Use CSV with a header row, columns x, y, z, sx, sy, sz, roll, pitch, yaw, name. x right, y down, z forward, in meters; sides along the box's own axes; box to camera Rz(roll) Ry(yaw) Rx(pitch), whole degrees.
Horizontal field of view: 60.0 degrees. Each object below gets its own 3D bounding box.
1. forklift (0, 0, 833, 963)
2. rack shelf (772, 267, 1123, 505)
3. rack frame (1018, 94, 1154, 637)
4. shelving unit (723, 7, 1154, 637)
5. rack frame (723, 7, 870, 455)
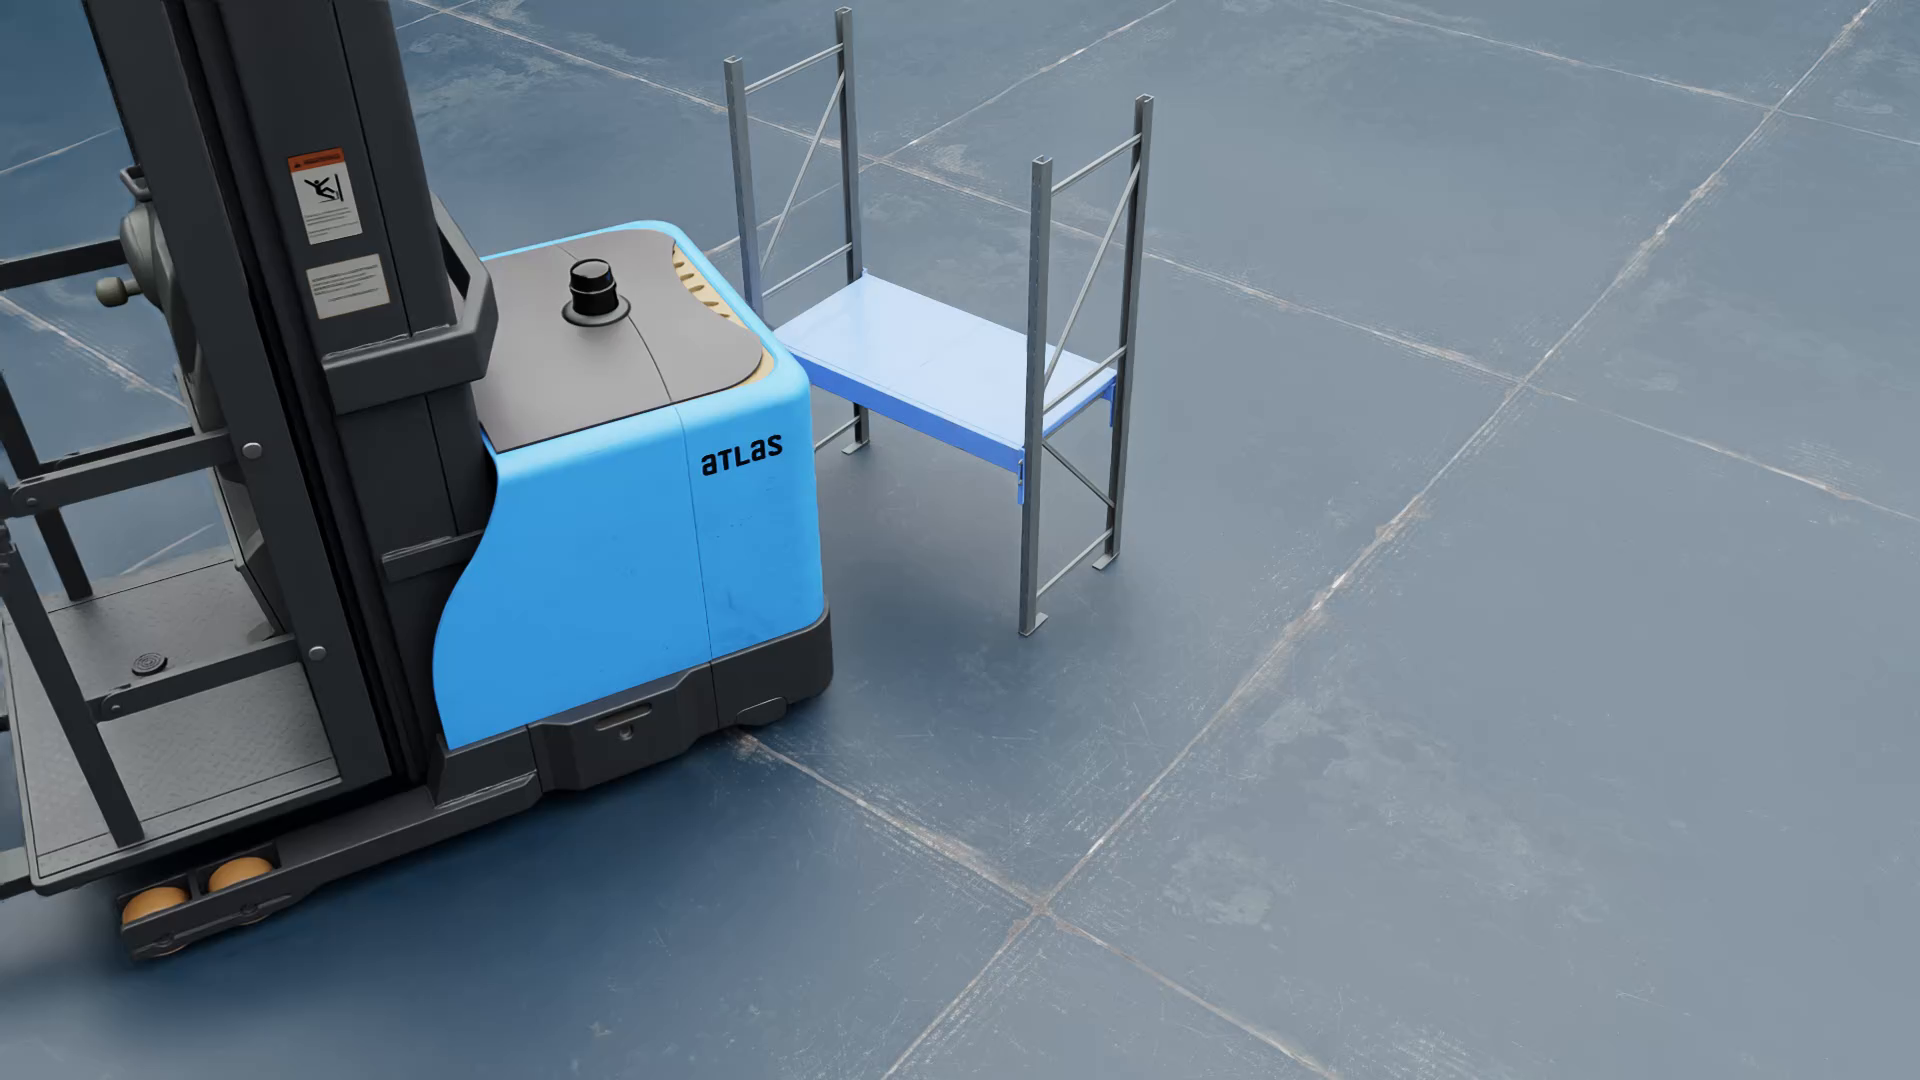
x,y,z,sx,sy,sz,roll,pitch,yaw,name
-1.897,-0.534,3.555,3.031,2.935,1.130,-19,42,-22,forklift
-0.068,-0.481,4.939,1.000,0.185,0.538,25,45,29,rack shelf
0.336,-0.432,4.585,0.032,1.500,0.500,25,45,29,rack frame
-0.068,-0.622,4.828,1.048,1.500,0.538,25,45,29,shelving unit
-0.472,-0.813,5.072,0.032,1.500,0.500,25,45,29,rack frame
